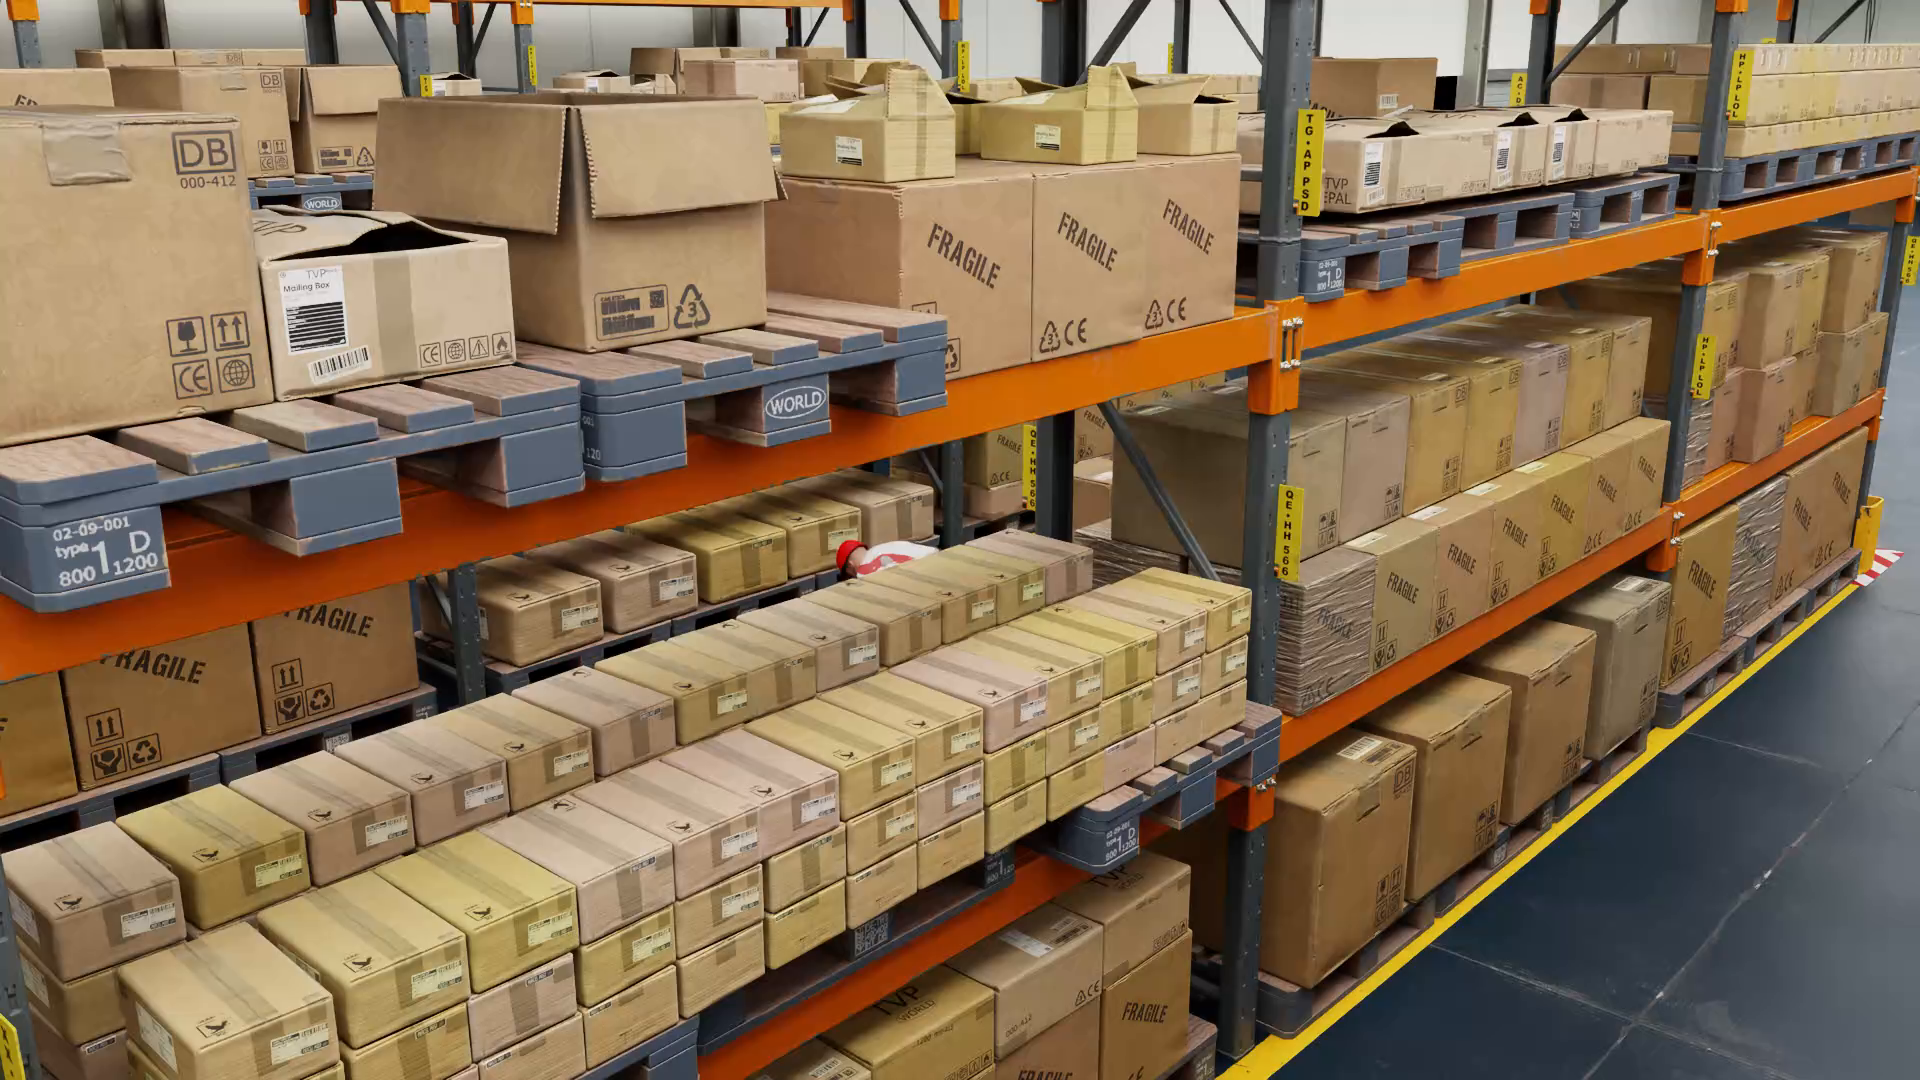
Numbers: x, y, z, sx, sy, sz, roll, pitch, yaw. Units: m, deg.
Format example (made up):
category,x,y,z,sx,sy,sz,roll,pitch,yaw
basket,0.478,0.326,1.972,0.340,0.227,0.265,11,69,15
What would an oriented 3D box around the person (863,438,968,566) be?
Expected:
category,x,y,z,sx,sy,sz,roll,pitch,yaw
person,-0.273,-0.042,9.651,0.574,1.782,0.493,15,22,40
